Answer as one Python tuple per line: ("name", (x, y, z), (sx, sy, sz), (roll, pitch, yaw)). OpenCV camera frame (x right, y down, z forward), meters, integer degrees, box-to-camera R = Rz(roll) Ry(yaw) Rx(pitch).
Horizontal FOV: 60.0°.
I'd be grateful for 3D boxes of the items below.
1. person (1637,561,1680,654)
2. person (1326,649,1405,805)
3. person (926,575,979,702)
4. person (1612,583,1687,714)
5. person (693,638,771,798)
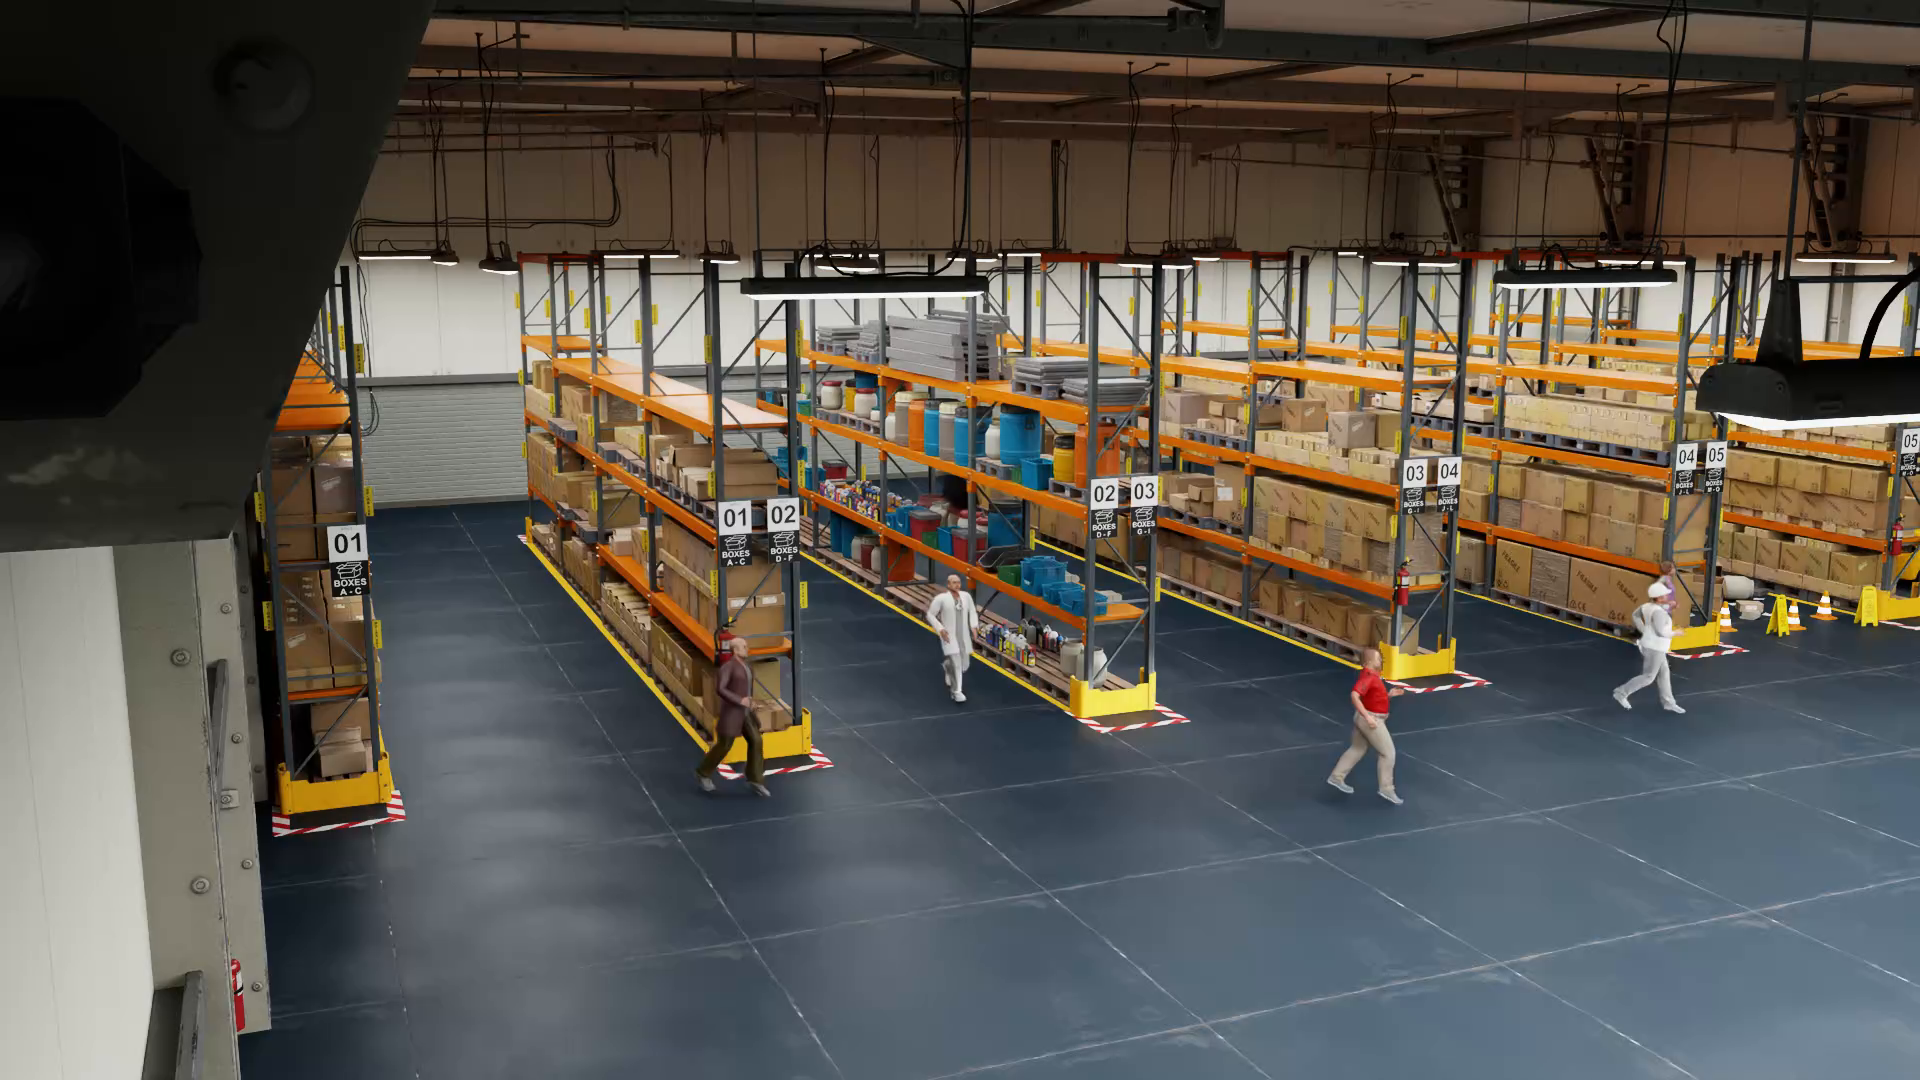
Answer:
("person", (10.503, 1.080, 24.937), (0.592, 1.553, 0.567), (8, 13, 37))
("person", (4.601, 2.100, 18.760), (0.837, 1.788, 0.640), (0, 10, 0))
("person", (-0.106, 1.364, 22.977), (0.751, 1.647, 0.774), (-6, 12, -28))
("person", (9.223, 1.444, 22.109), (0.970, 1.776, 0.664), (2, 11, 12))
("person", (-2.544, 2.014, 19.143), (0.960, 1.792, 0.763), (5, 11, 24))
